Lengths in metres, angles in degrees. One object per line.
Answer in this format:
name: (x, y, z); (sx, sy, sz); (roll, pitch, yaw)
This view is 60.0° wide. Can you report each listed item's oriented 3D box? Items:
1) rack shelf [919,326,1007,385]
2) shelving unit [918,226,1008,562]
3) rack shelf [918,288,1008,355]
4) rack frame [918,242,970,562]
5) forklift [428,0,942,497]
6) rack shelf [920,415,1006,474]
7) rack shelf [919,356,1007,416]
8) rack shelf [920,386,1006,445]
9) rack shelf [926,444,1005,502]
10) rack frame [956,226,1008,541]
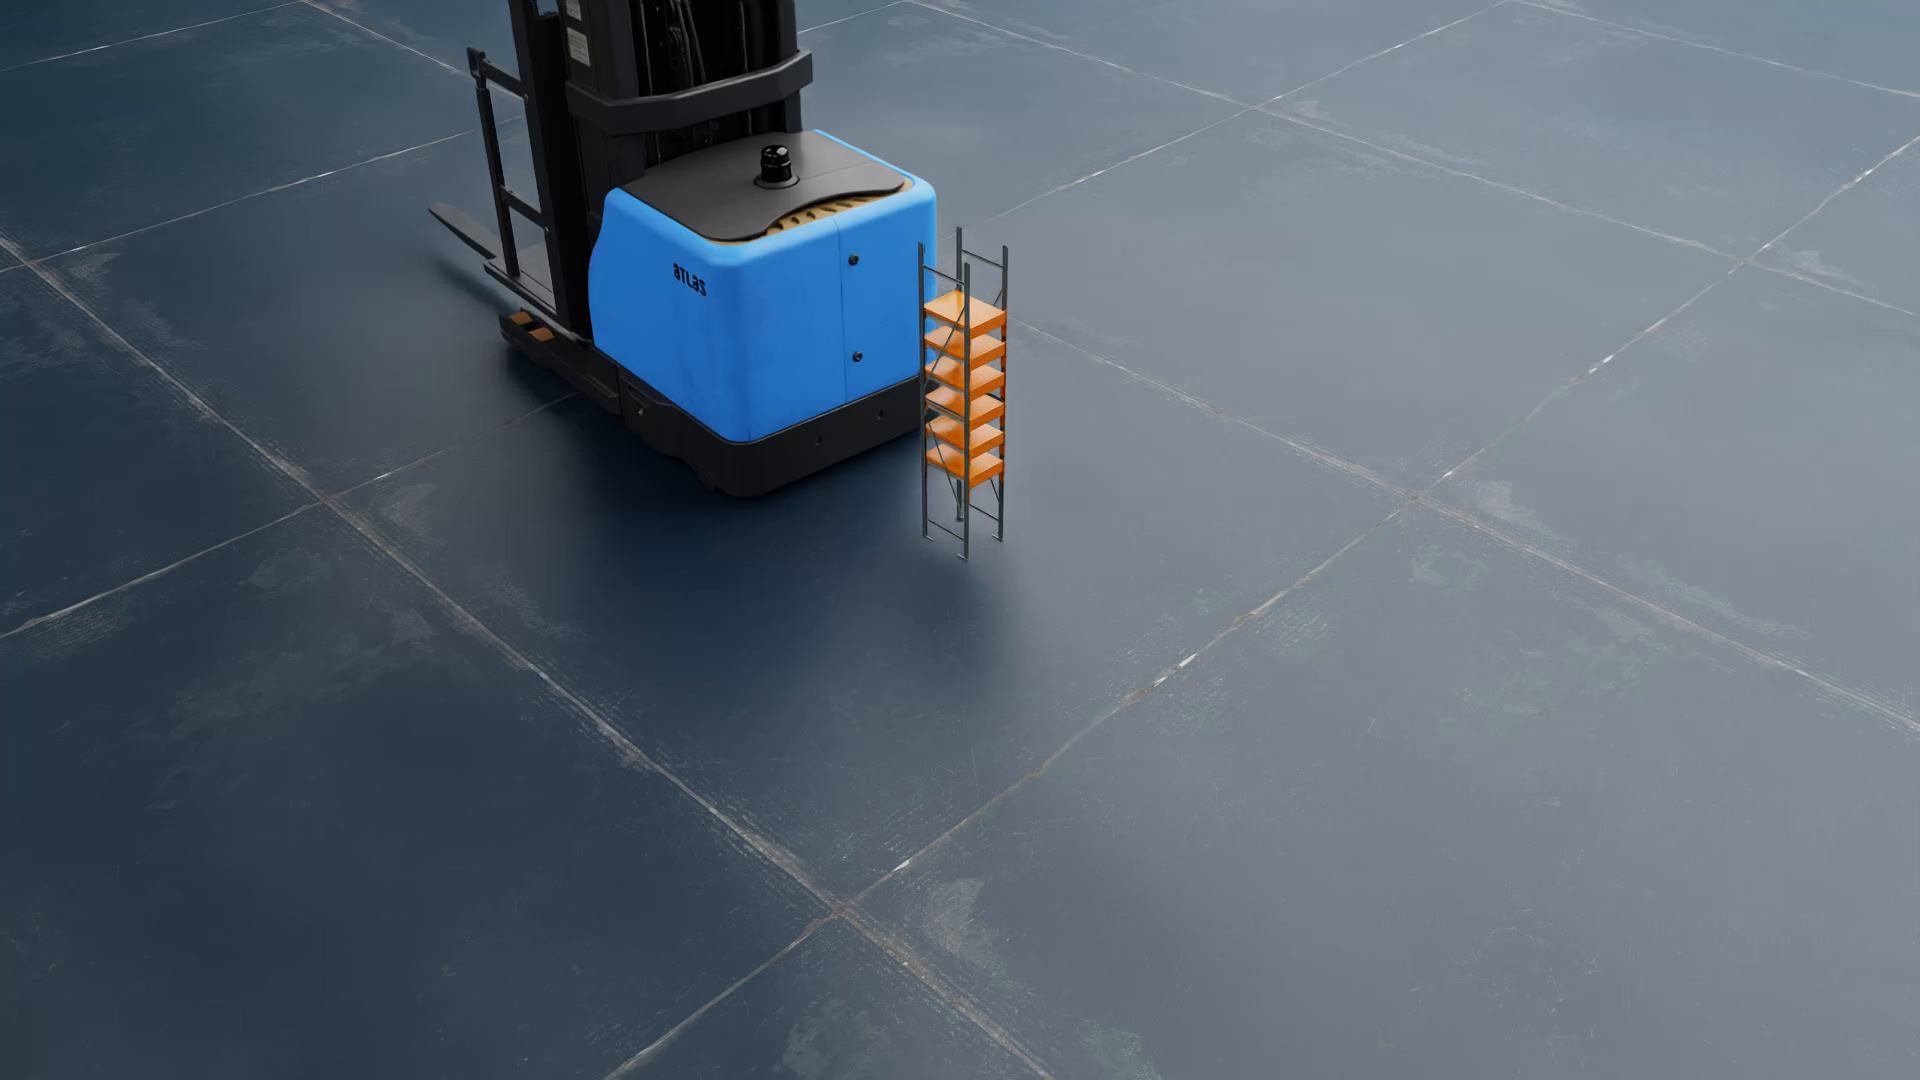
rack shelf: (0.010, -0.658, 5.803); (0.258, 0.103, 0.180); (30, 45, 35)
shelving unit: (0.010, -0.498, 5.915); (0.258, 1.200, 0.189); (30, 45, 35)
rack shelf: (0.010, -0.757, 5.735); (0.258, 0.103, 0.180); (30, 45, 35)
rack frame: (-0.054, -0.461, 5.862); (0.240, 1.200, 0.006); (30, 45, 35)
forklift: (-1.407, -2.136, 6.751); (1.130, 2.935, 3.031); (-26, 42, -32)
rack shelf: (0.010, -0.363, 6.009); (0.258, 0.103, 0.180); (30, 45, 35)
rack shelf: (0.010, -0.560, 5.872); (0.258, 0.103, 0.180); (30, 45, 35)
rack shelf: (0.010, -0.462, 5.941); (0.258, 0.103, 0.180); (30, 45, 35)
rack shelf: (0.010, -0.265, 6.078); (0.258, 0.103, 0.180); (30, 45, 35)
rack frame: (0.075, -0.535, 5.968); (0.240, 1.200, 0.006); (30, 45, 35)
